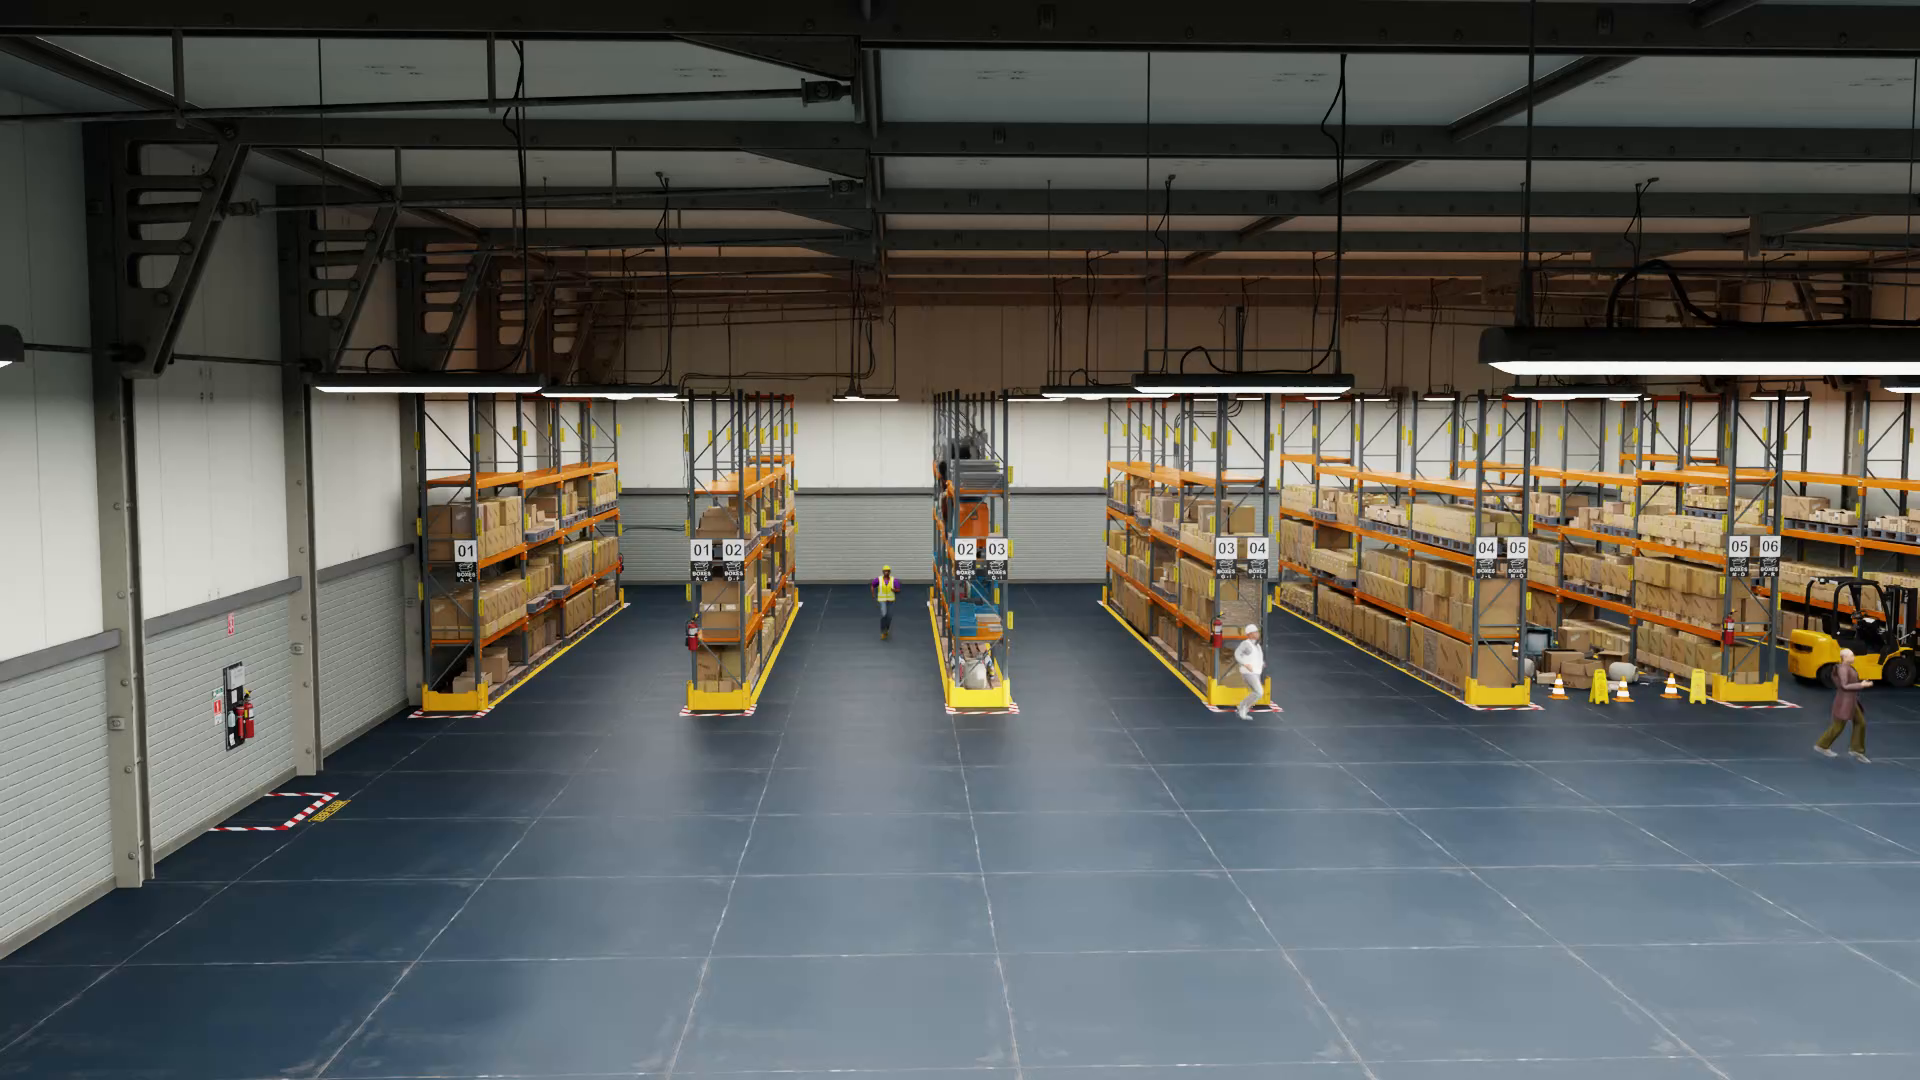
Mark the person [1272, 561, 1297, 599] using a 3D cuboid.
[{"bbox_3d":[9.681,0.866,48.881,0.934,1.782,0.686,-1,5,-10],"label":"person"}]

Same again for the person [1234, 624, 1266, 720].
[{"bbox_3d":[5.298,2.397,30.110,0.541,1.731,0.693,3,6,34],"label":"person"}]

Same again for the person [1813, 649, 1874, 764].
[{"bbox_3d":[14.176,2.656,26.659,0.842,1.841,0.692,4,6,41],"label":"person"}]

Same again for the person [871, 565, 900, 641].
[{"bbox_3d":[-1.803,1.530,40.630,0.669,1.828,0.766,-1,5,-14],"label":"person"}]
